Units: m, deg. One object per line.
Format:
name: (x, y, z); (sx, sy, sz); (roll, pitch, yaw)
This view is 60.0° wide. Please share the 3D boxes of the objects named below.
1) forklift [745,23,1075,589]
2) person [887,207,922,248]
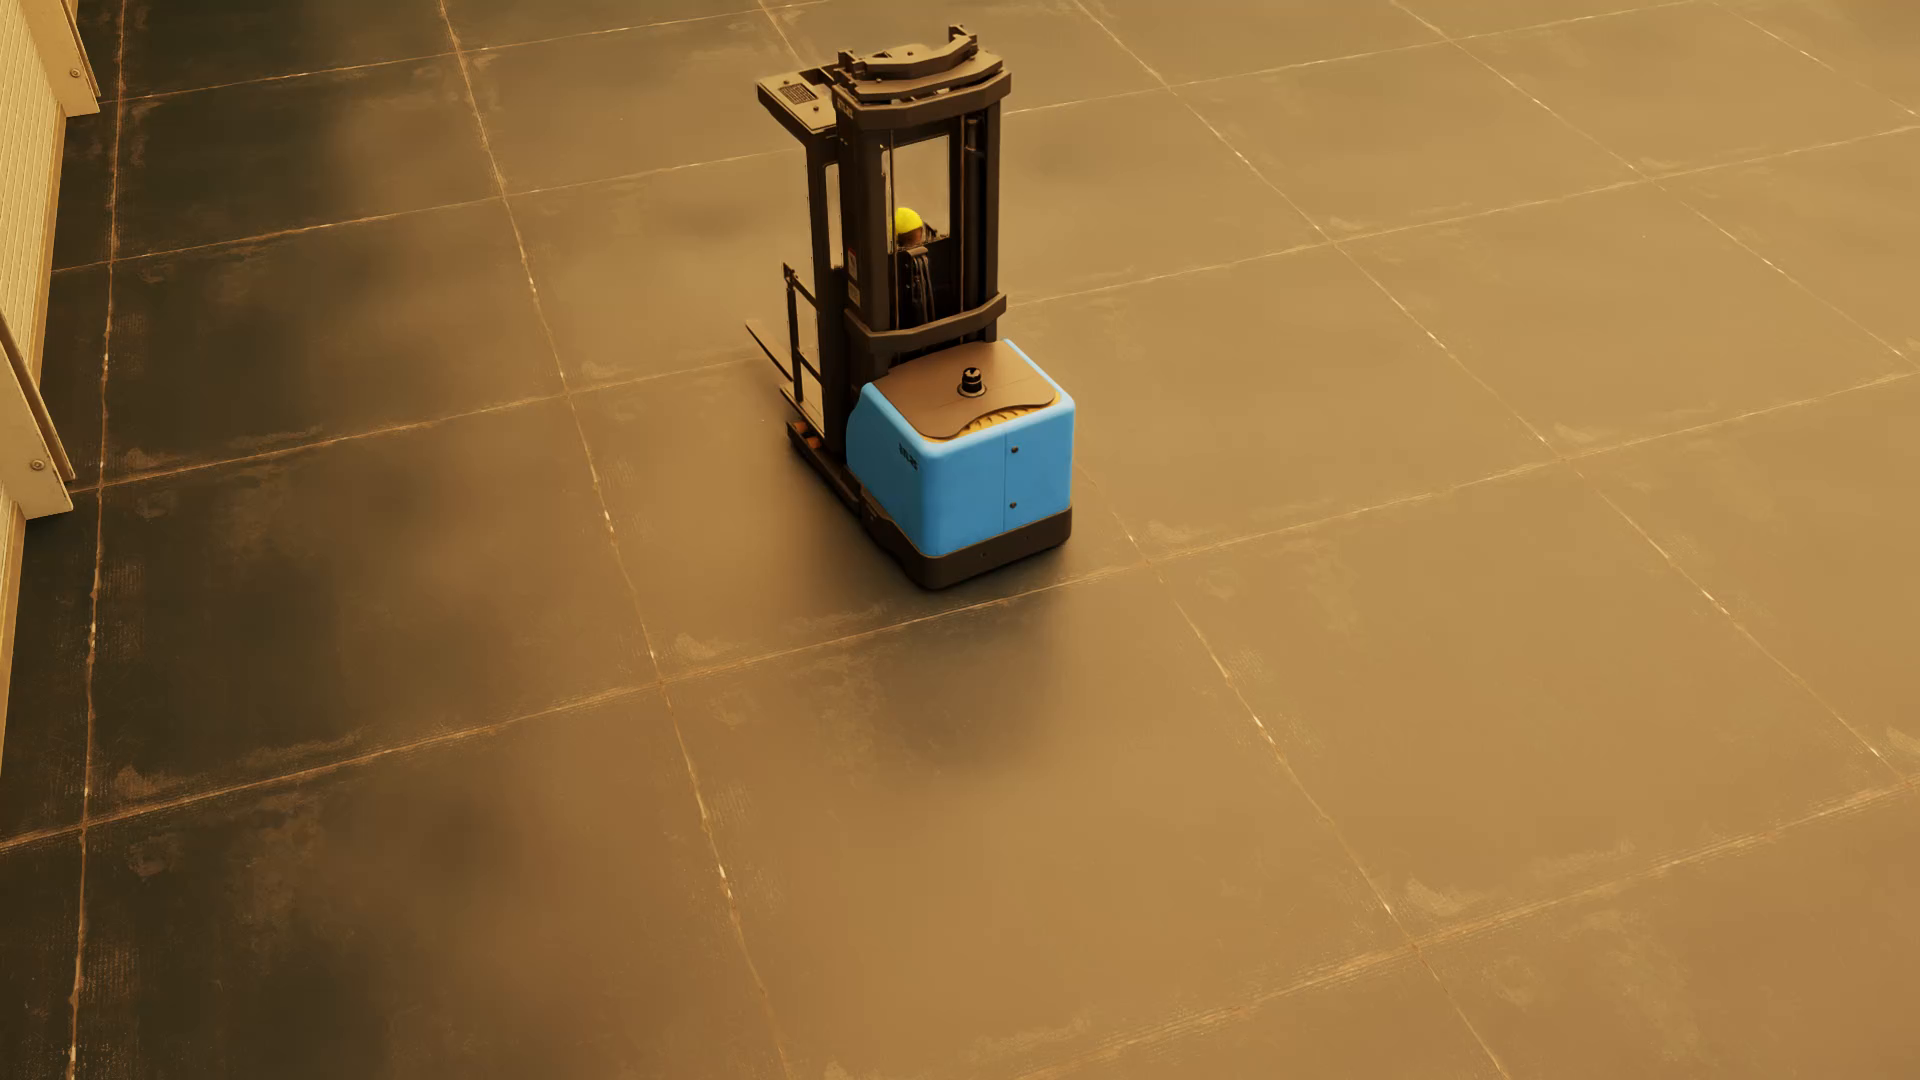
forklift: (-0.484, -1.767, 10.101); (1.130, 2.935, 3.031); (-20, 44, -22)
person: (-0.186, -1.433, 10.711); (0.807, 1.653, 0.991); (5, 40, 5)
